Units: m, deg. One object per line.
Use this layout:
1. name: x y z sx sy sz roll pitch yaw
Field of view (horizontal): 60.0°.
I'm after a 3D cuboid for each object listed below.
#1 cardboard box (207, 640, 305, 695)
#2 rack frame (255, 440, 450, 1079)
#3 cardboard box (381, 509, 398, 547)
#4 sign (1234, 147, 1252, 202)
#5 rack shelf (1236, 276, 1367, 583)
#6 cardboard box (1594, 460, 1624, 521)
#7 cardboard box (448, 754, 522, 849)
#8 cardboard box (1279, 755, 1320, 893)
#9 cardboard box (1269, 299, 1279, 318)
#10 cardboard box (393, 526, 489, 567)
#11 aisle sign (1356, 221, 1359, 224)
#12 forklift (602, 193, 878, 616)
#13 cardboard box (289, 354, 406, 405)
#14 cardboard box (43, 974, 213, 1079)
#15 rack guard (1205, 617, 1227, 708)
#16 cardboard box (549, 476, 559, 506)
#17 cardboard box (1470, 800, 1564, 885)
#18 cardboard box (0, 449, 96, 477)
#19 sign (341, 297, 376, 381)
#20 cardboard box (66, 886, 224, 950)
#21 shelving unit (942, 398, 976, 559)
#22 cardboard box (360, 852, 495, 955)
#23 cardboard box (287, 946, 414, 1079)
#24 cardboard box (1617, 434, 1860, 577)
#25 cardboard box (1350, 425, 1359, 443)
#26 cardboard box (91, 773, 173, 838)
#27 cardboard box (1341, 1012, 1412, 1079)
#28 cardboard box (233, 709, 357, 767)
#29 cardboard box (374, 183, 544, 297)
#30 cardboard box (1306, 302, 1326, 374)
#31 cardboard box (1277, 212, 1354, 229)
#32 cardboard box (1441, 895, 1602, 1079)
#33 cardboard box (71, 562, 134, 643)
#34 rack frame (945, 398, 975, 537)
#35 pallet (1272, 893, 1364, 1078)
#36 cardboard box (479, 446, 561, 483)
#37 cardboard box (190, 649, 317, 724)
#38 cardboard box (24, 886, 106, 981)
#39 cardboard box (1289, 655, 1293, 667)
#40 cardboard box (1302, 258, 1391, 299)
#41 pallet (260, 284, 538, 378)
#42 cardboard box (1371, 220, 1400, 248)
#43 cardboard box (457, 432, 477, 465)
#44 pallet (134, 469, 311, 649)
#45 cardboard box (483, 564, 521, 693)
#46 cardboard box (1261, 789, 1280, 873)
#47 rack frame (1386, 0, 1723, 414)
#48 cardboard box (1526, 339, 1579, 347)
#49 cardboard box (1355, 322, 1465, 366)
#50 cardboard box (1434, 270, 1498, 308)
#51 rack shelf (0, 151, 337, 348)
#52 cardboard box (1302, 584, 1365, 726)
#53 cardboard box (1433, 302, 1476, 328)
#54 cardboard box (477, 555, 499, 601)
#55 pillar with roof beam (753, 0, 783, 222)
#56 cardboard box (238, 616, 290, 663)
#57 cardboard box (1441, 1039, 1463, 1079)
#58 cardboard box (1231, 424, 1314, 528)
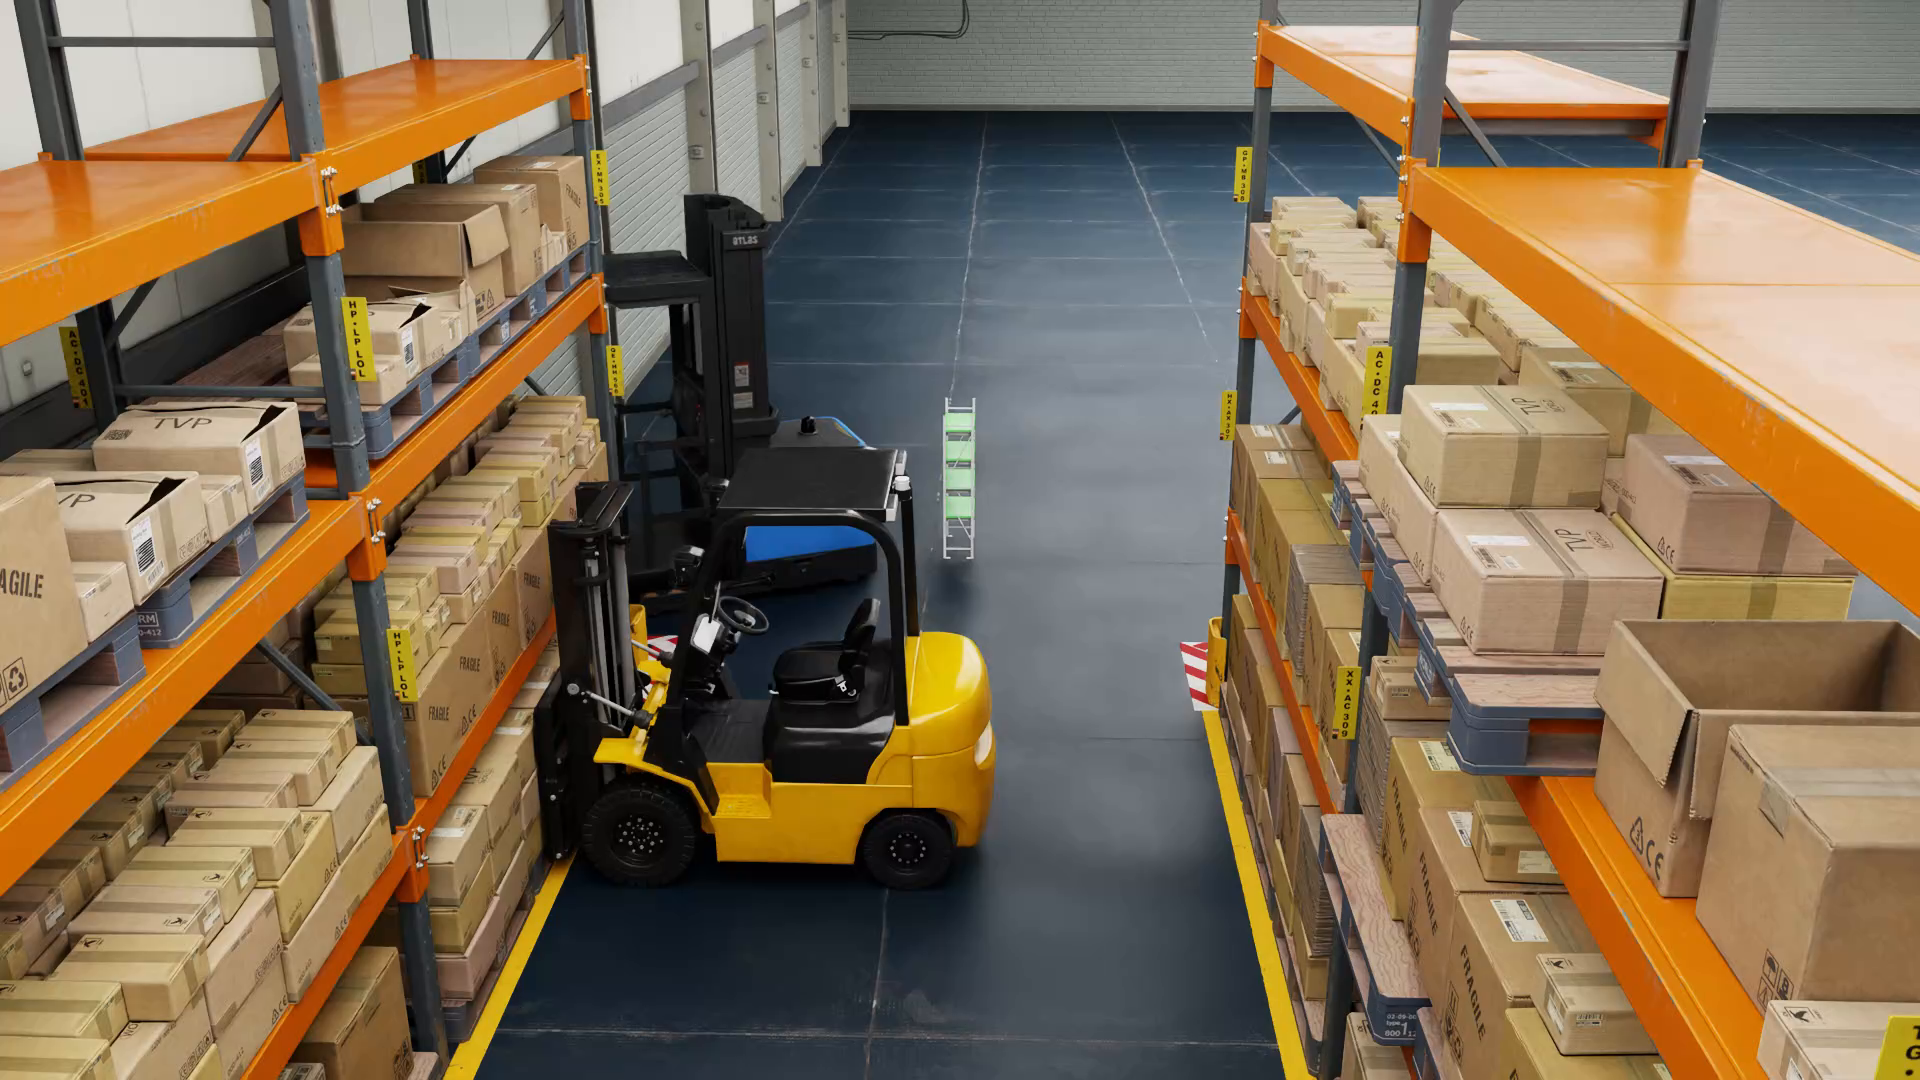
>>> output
1. cardboard box: -3.090 0.550 7.224 0.380 0.149 0.250 1 21 1
2. rack frame: -2.843 1.018 7.052 1.000 3.000 0.127 1 21 2
3. cardboard box: -3.064 -0.051 8.361 0.380 0.149 0.250 0 21 1
4. sign: 1.698 -2.187 9.957 0.100 0.325 0.005 1 21 2
5. rack shelf: 2.180 -0.715 8.366 1.077 0.370 4.000 1 21 2
6. cardboard box: 2.225 -0.057 5.304 0.500 0.250 0.500 1 21 2
7. cardboard box: -2.489 1.282 8.211 0.500 0.250 0.500 1 21 2
8. cardboard box: 1.882 1.407 8.234 0.500 0.500 0.500 1 21 3
9. cardboard box: 1.945 -1.349 9.352 0.380 0.149 0.250 1 21 3
10. cardboard box: -2.529 0.044 8.115 0.380 0.149 0.250 0 21 1
11. aisle sign: 2.532 -1.606 10.221 0.394 0.787 0.004 1 21 2
12. forklift: -2.215 -1.020 12.398 3.031 2.935 1.130 -8 23 -20
13. cardboard box: -2.526 -0.665 6.870 0.380 0.149 0.250 1 21 3
14. cardboard box: -2.666 1.588 5.098 0.500 0.250 0.500 1 21 2
15. rack guard: 2.238 0.818 11.024 1.175 0.500 0.348 1 21 2
16. cardboard box: -2.479 -0.276 9.353 0.380 0.149 0.250 0 21 0
17. cardboard box: 1.821 0.948 5.206 0.380 0.149 0.250 2 21 5
18. cardboard box: -3.065 -0.201 5.676 0.380 0.149 0.250 1 21 2
19. sign: -2.300 -0.766 6.353 0.100 0.325 0.005 1 21 2
20. cardboard box: -2.641 1.257 5.400 0.380 0.149 0.250 1 21 2
21. shelving unit: -0.005 -0.500 13.451 0.258 1.200 0.503 1 21 2
22. cardboard box: -2.520 1.699 7.825 0.500 0.250 0.500 1 21 1
23. cardboard box: -2.847 2.118 6.919 0.875 0.625 0.625 2 21 4
24. cardboard box: 2.219 -0.106 4.738 0.500 0.250 0.500 1 21 3
25. cardboard box: 1.903 -0.511 7.192 0.380 0.149 0.250 1 21 2
26. cardboard box: -3.137 0.980 6.114 0.380 0.149 0.250 1 21 1
27. cardboard box: 2.105 2.290 6.825 0.950 0.372 0.625 1 21 2
28. cardboard box: -2.631 0.795 6.592 0.380 0.149 0.250 1 21 3
29. cardboard box: -2.622 -1.584 8.754 0.700 0.500 0.500 1 21 2
30. cardboard box: 1.907 -0.925 7.710 0.500 0.250 0.500 0 21 1
31. cardboard box: 1.965 -1.721 9.209 0.380 0.149 0.250 1 21 2
32. cardboard box: 1.770 1.402 4.932 0.500 0.500 0.500 0 21 -1
33. cardboard box: -2.596 0.174 4.709 0.380 0.149 0.250 0 21 1
34. rack frame: 0.002 -0.588 13.678 0.240 1.200 0.015 1 21 2
35. pallet: 2.104 2.128 8.046 1.003 0.211 1.213 1 21 2
36. cardboard box: -2.458 -0.415 9.299 0.380 0.149 0.250 1 21 3
37. cardboard box: -3.099 0.806 7.460 0.500 0.500 0.500 1 21 1
38. cardboard box: -3.167 1.403 5.577 0.500 0.250 0.500 0 21 0
39. cardboard box: 1.889 0.609 8.453 0.380 0.149 0.250 0 21 1
40. cardboard box: 1.862 -1.260 8.022 0.380 0.149 0.250 1 21 2
41. pallet: -2.803 -1.088 8.455 1.003 0.211 1.213 1 21 2
42. cardboard box: 2.430 -1.626 8.965 0.380 0.149 0.250 1 21 2
43. cardboard box: -3.003 -0.518 9.564 0.380 0.149 0.250 1 21 2
44. pallet: -2.857 0.028 5.722 0.805 0.209 1.217 0 21 -1
45. cardboard box: -2.555 0.442 8.398 0.500 0.500 0.500 0 21 1
46. cardboard box: 1.894 1.564 8.865 0.500 0.250 0.500 1 21 2
47. rack frame: 2.119 -1.726 5.830 1.000 3.000 0.127 1 21 2
48. cardboard box: 2.455 -0.692 6.558 0.380 0.149 0.250 0 21 1
49. cardboard box: 1.841 -0.794 6.819 0.380 0.149 0.250 0 21 0
50. cardboard box: 2.439 -1.164 7.773 0.380 0.149 0.250 0 21 1
51. rack shelf: -2.904 -0.534 4.306 1.077 0.370 4.000 1 21 2
52. cardboard box: 1.892 0.536 7.744 0.500 0.500 0.500 1 21 3
53. cardboard box: 2.440 -0.920 7.695 0.500 0.250 0.500 1 21 2
54. cardboard box: -2.493 0.185 8.163 0.380 0.149 0.250 0 21 1
55. pillar with roof beam: 1.207 -9.444 25.722 9.100 9.000 0.400 1 21 2
56. cardboard box: -3.135 0.411 7.169 0.380 0.149 0.250 1 21 2
57. cardboard box: 1.719 1.660 5.164 0.380 0.149 0.250 1 21 4
58. cardboard box: 1.949 -0.392 10.137 0.500 0.500 0.500 0 21 1
